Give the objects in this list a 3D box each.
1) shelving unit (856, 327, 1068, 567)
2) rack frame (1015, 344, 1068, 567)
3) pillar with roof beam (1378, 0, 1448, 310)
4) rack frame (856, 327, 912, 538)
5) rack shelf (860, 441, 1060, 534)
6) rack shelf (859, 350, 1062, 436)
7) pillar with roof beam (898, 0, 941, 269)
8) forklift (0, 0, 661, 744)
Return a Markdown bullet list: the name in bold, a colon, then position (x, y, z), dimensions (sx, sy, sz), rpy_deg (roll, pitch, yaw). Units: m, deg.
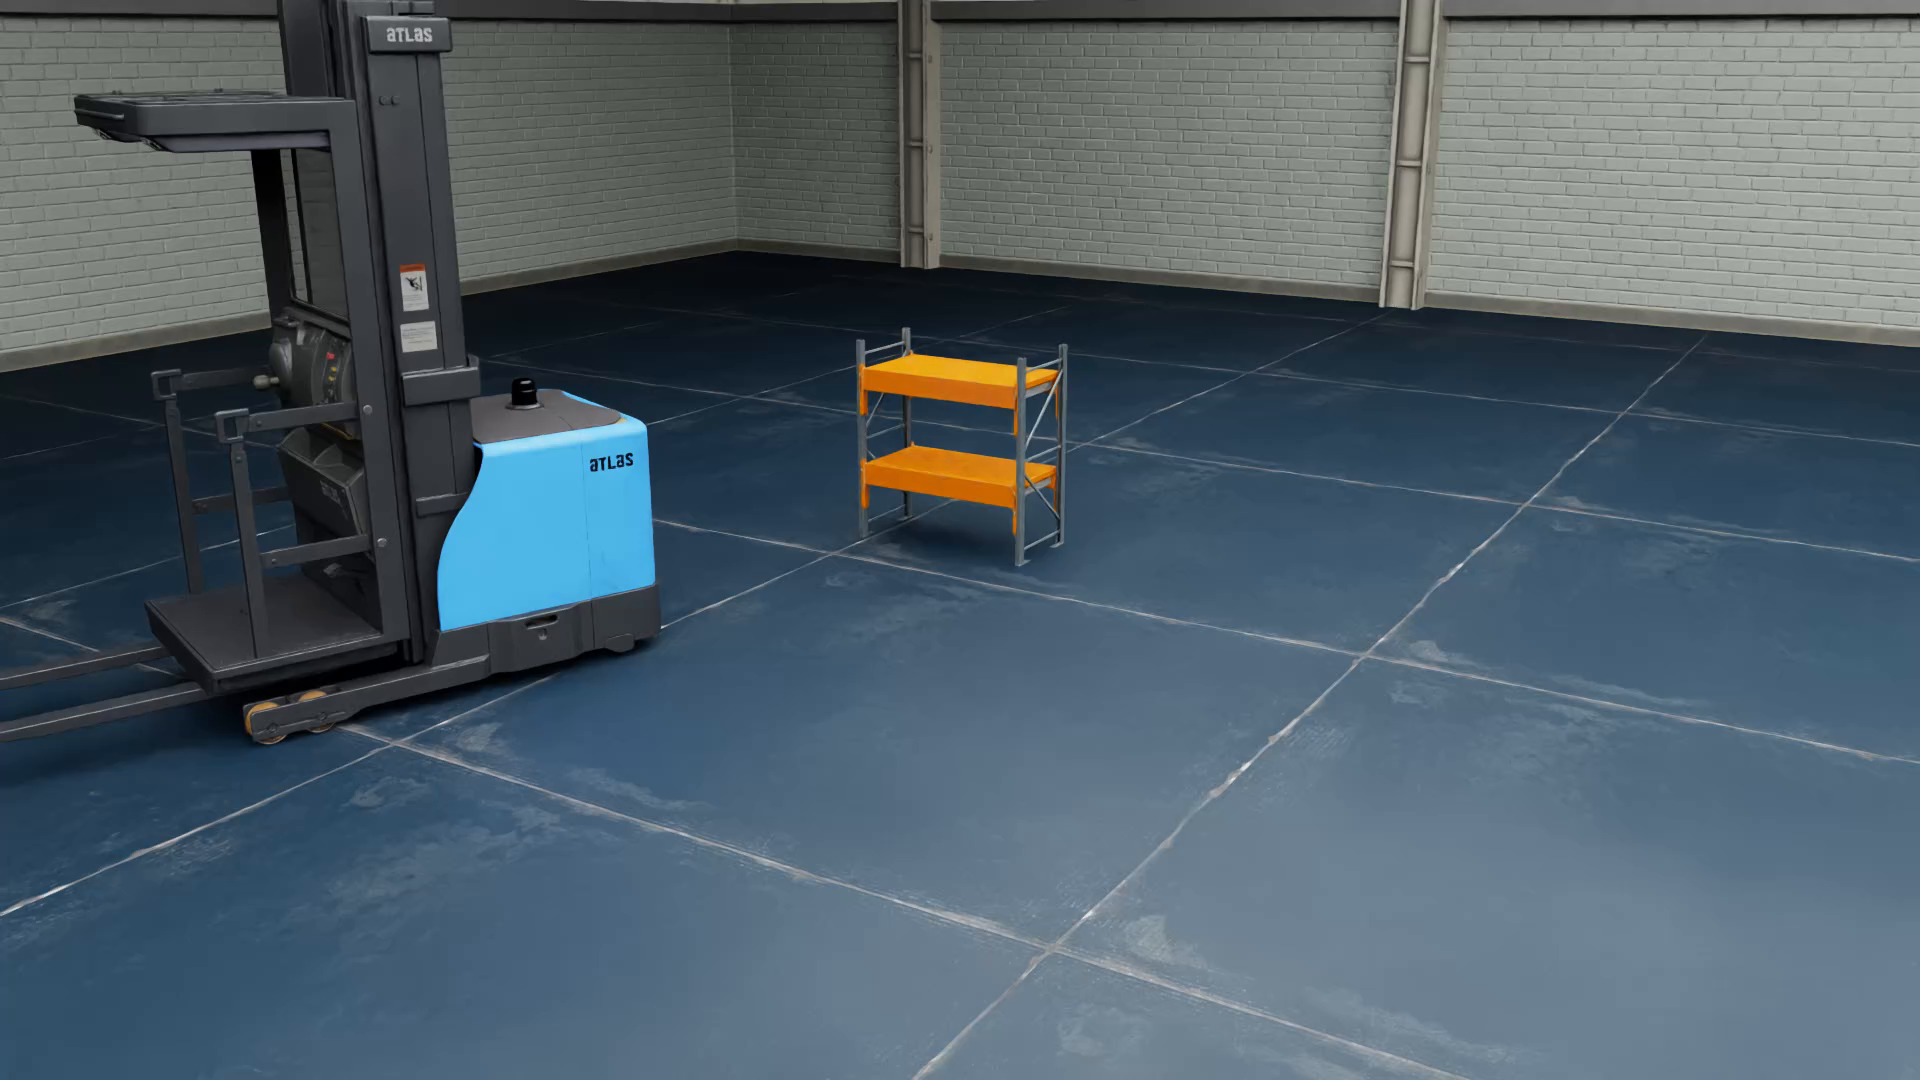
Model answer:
- **shelving unit**: position (0.006, -0.537, 9.214), dimensions (1.048, 1.125, 0.538), rpy_deg (10, 20, 30)
- **rack frame**: position (0.439, -0.460, 8.960), dimensions (0.032, 1.125, 0.500), rpy_deg (10, 20, 30)
- **pillar with roof beam**: position (2.375, -5.685, 12.615), dimensions (0.400, 9.000, 9.100), rpy_deg (10, 20, 30)
- **rack frame**: position (-0.427, -0.615, 9.469), dimensions (0.032, 1.125, 0.500), rpy_deg (10, 20, 30)
- **rack shelf**: position (0.006, -0.303, 9.285), dimensions (1.000, 0.278, 0.538), rpy_deg (10, 20, 30)
- **rack shelf**: position (0.006, -0.817, 9.129), dimensions (1.000, 0.278, 0.538), rpy_deg (10, 20, 30)
- **pillar with roof beam**: position (-2.738, -6.598, 15.620), dimensions (0.400, 9.000, 9.100), rpy_deg (10, 20, 30)
- **forklift**: position (-2.866, -0.755, 6.823), dimensions (3.031, 2.935, 1.130), rpy_deg (-13, 21, -36)
